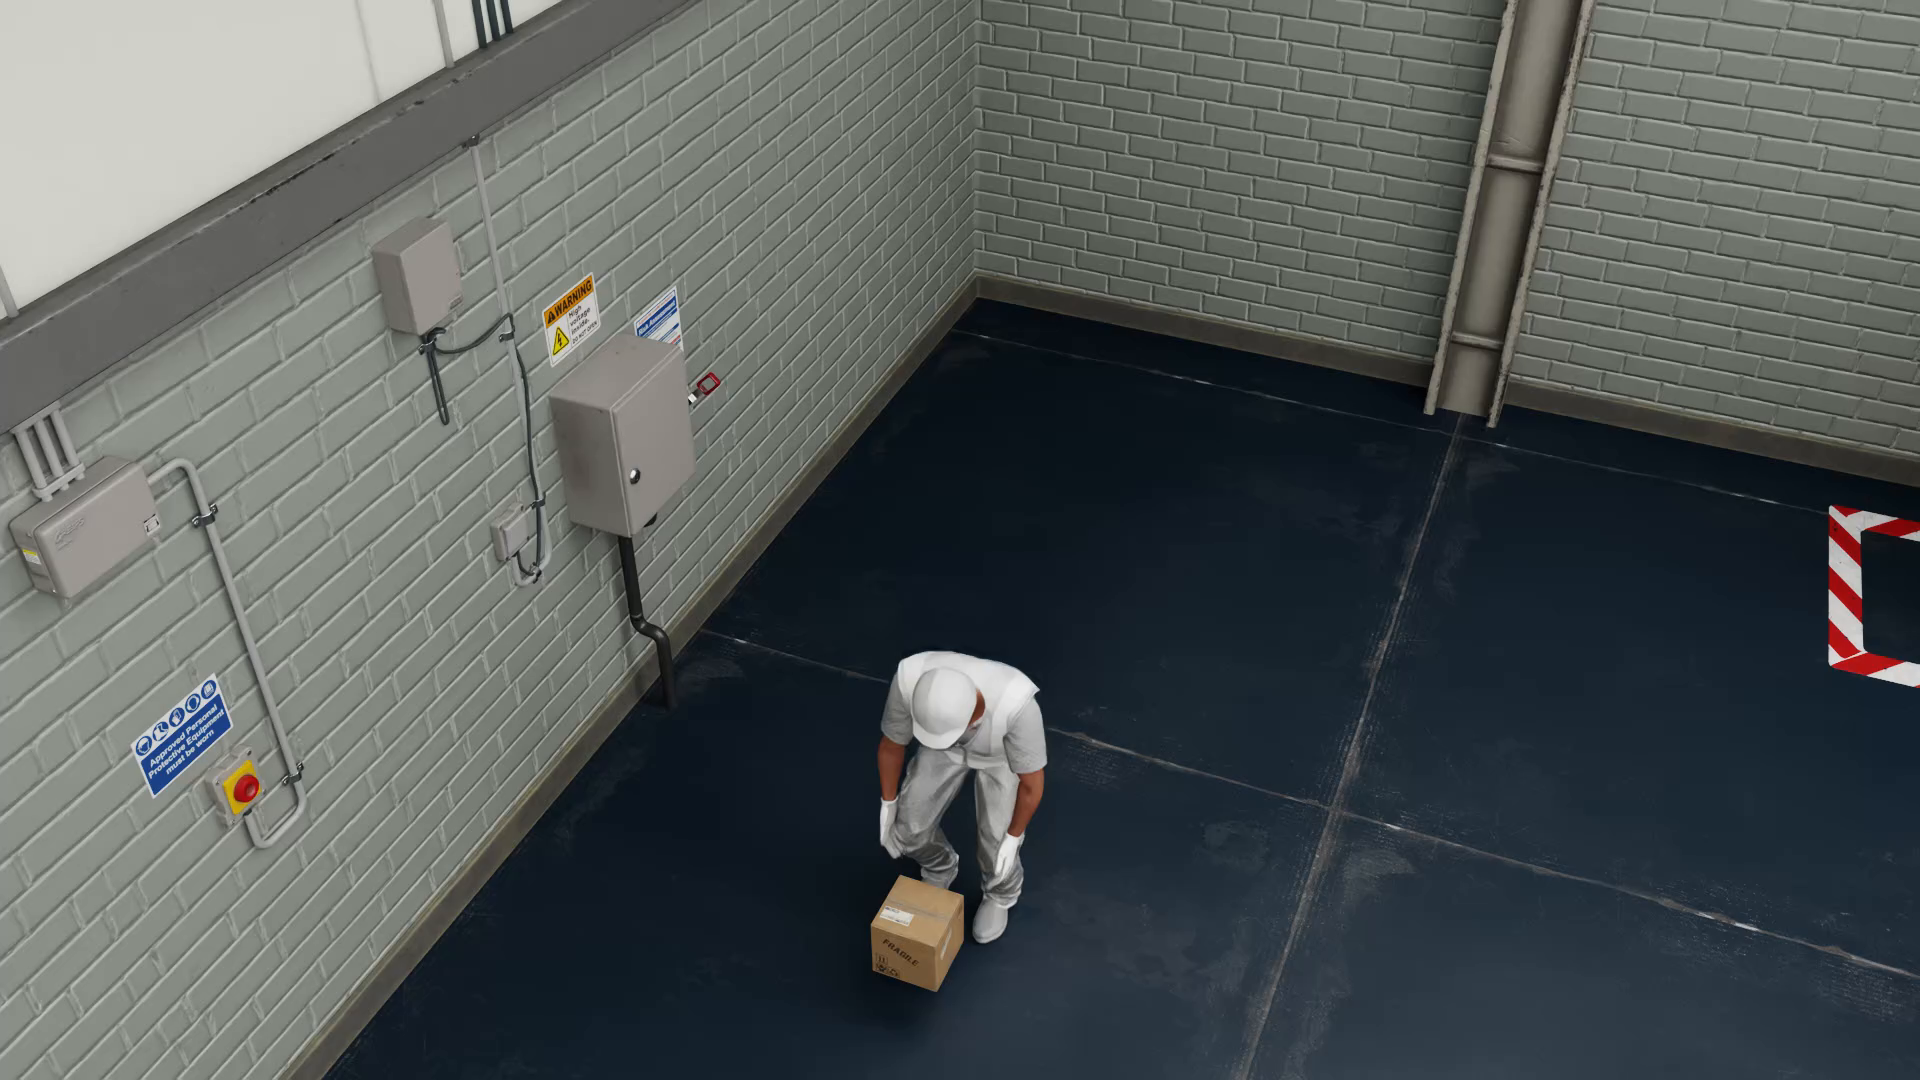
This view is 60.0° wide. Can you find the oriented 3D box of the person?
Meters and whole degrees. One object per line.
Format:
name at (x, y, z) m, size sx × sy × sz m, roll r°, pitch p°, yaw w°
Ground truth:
person at (0.041, 0.859, 5.955) m, size 0.612 × 1.441 × 0.755 m, roll 14°, pitch 39°, yaw 18°
